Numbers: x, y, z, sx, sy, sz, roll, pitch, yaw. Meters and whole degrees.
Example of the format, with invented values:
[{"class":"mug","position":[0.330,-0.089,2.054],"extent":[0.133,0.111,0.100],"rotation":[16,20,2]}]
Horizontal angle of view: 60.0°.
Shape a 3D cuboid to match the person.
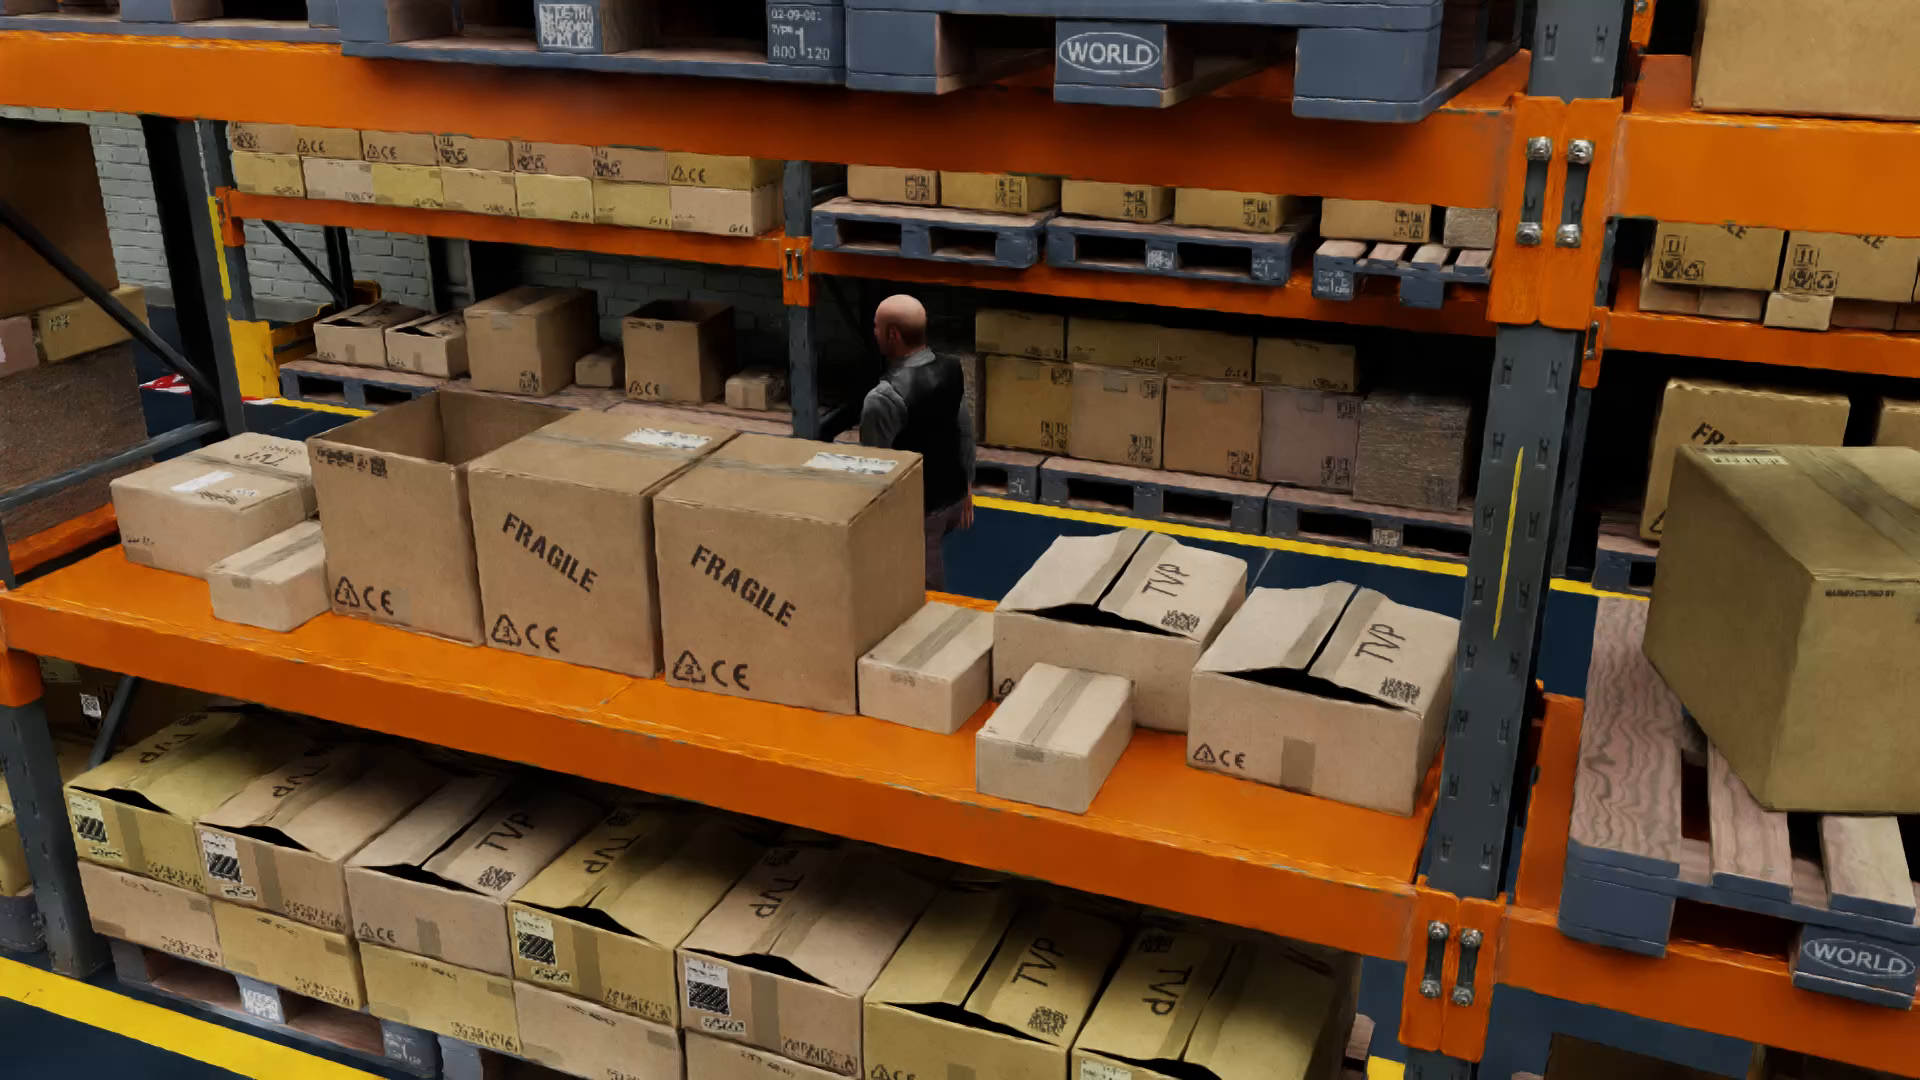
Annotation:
[{"class":"person","position":[-0.152,-0.135,6.496],"extent":[0.799,1.688,0.603],"rotation":[13,26,29]}]
